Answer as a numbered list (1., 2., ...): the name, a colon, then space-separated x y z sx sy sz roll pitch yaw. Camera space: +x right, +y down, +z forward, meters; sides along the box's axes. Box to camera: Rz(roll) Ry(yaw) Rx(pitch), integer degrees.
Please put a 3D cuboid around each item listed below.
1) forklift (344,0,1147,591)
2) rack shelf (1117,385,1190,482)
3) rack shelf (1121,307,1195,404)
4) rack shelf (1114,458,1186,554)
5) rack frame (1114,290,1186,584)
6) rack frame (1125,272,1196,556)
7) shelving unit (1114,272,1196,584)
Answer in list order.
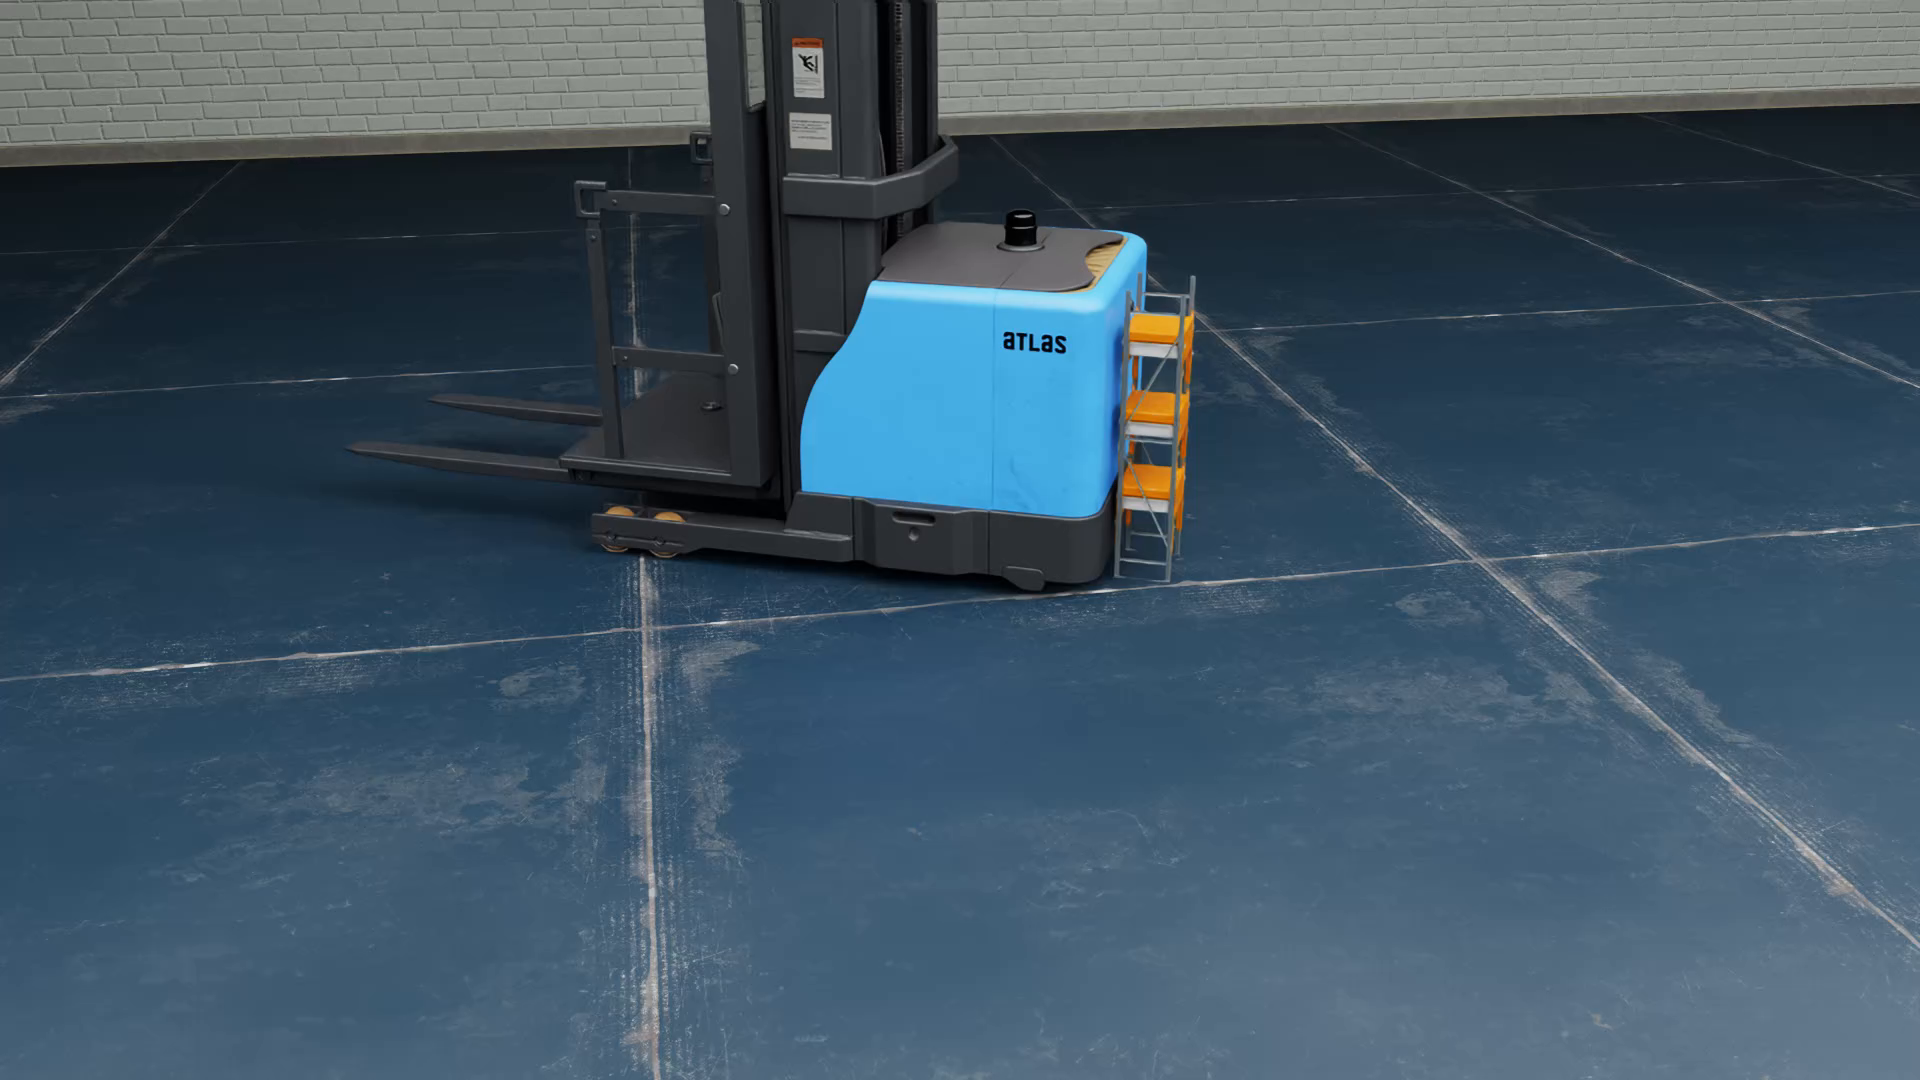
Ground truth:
1. forklift: -0.867 -1.473 5.961 3.031 2.935 1.130 6 24 13
2. rack shelf: 0.679 -0.375 5.824 0.215 0.259 0.240 6 24 13
3. rack shelf: 0.679 -0.636 5.711 0.215 0.259 0.240 6 24 13
4. rack shelf: 0.679 -0.121 5.936 0.215 0.259 0.240 6 24 13
5. rack frame: 0.648 -0.338 5.712 0.200 1.050 0.008 6 24 13
6. rack frame: 0.710 -0.432 5.928 0.200 1.050 0.008 6 24 13
7. shelving unit: 0.679 -0.385 5.820 0.215 1.050 0.252 6 24 13
